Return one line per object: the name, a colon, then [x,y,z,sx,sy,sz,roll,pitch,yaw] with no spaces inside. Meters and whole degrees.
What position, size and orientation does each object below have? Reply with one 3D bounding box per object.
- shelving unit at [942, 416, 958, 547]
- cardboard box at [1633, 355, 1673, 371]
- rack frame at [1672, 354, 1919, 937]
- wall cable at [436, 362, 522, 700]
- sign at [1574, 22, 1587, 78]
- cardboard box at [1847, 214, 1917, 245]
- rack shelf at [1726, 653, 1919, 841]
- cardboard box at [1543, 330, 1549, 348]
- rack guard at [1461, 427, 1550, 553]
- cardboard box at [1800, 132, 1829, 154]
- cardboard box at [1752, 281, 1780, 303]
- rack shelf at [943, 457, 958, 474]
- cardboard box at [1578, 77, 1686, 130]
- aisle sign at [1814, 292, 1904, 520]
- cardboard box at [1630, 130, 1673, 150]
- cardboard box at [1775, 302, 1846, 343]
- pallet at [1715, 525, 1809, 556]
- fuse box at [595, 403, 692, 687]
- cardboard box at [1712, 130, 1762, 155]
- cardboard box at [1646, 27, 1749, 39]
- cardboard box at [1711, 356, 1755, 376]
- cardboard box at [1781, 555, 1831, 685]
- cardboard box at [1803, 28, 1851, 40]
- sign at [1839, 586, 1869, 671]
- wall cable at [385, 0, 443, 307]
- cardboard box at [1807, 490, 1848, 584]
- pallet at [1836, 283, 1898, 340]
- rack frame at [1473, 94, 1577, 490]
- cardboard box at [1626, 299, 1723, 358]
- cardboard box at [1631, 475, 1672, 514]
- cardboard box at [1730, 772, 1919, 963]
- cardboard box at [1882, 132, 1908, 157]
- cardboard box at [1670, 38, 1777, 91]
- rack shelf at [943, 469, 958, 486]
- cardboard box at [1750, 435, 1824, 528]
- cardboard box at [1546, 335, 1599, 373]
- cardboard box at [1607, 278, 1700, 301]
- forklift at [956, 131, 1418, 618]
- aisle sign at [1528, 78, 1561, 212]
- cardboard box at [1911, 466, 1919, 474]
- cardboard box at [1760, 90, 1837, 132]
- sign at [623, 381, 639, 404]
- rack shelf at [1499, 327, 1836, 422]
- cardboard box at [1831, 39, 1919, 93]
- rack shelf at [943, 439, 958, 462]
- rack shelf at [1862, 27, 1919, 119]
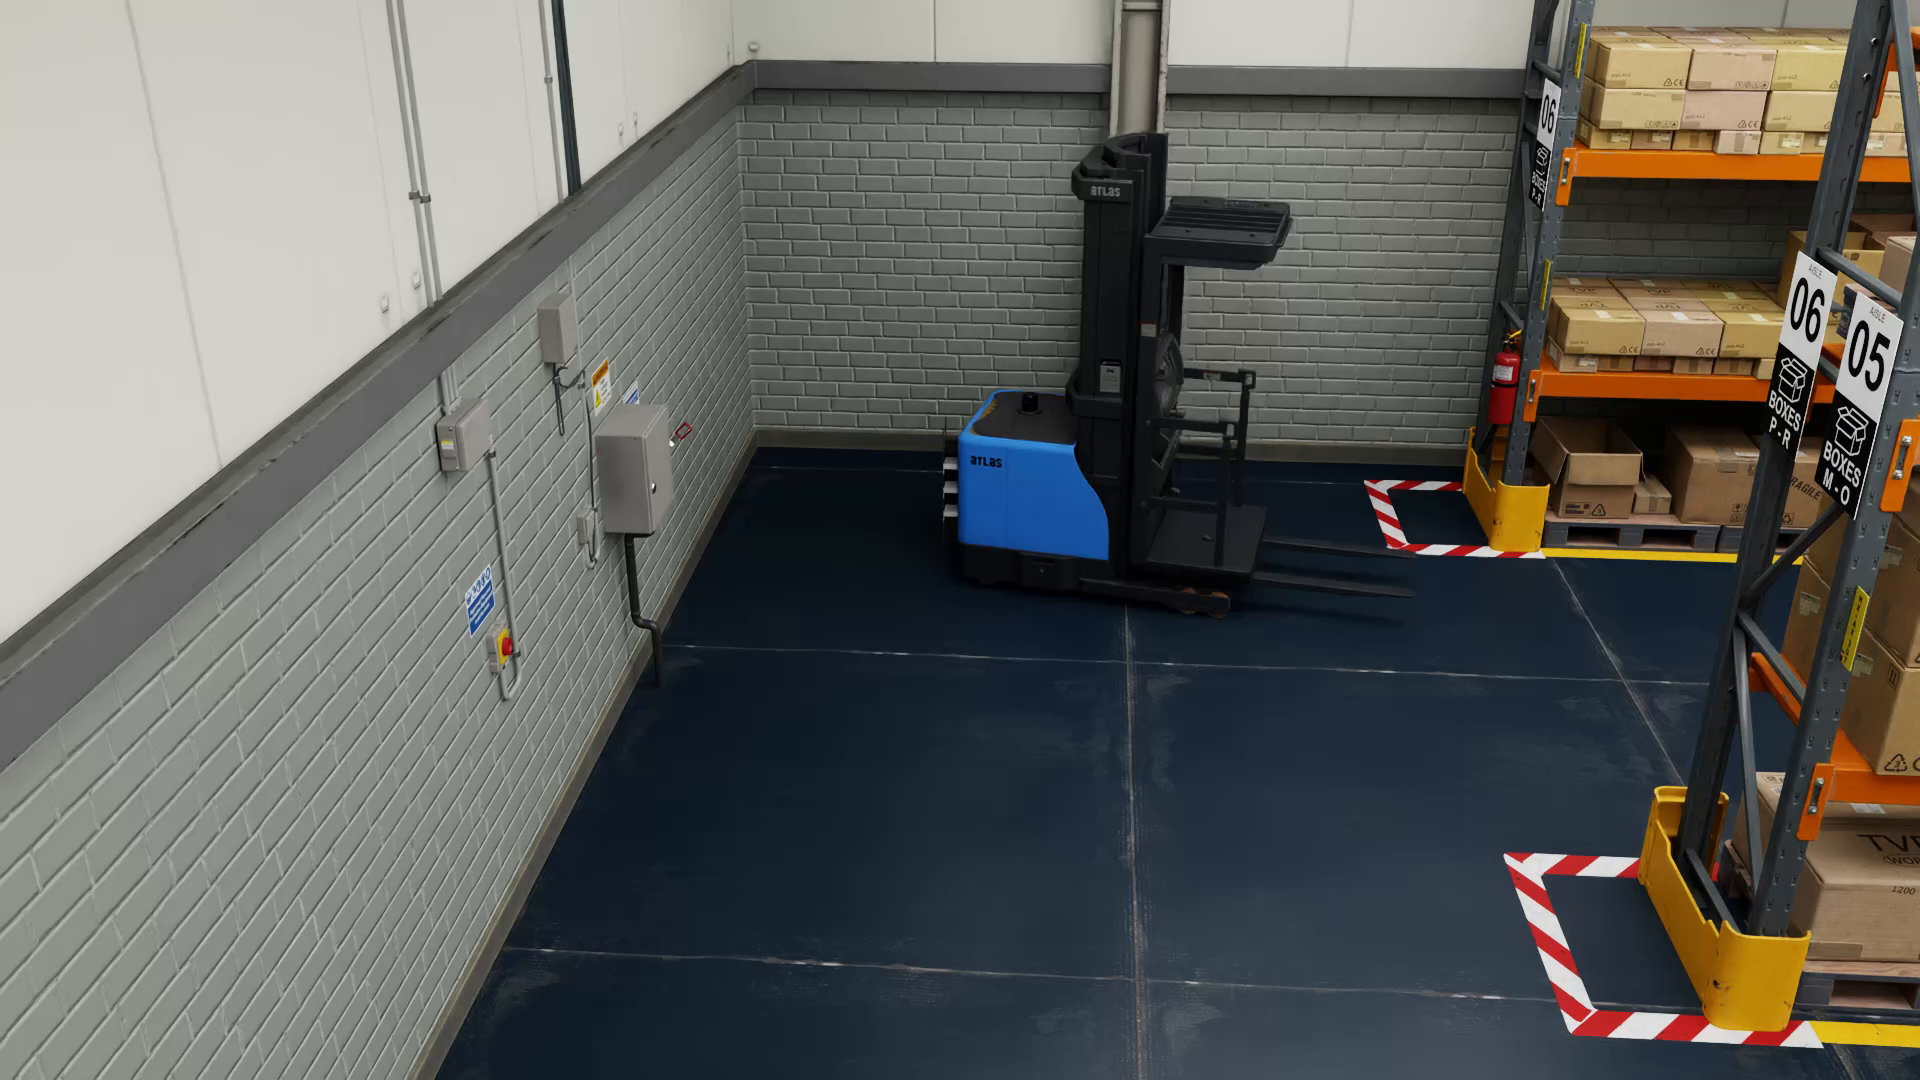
shelving unit: [-0.008,-0.409,11.774,0.210,0.900,0.258,2,25,4]
cardboard box: [4.741,-1.301,11.502,0.250,0.149,0.380,2,25,3]
rack frame: [3.537,0.546,7.187,0.127,3.000,1.000,2,25,4]
wall cable: [-2.087,-0.101,7.339,0.123,1.953,0.585,2,25,4]
sign: [3.871,-3.057,10.382,0.005,0.325,0.100,2,25,4]
cardboard box: [6.437,-1.961,11.562,0.500,0.500,0.500,1,25,3]
rack shelf: [5.531,0.936,7.198,4.000,0.370,1.077,2,25,4]
cardboard box: [4.264,-1.510,11.956,0.250,0.149,0.380,2,25,3]
rack guard: [3.989,-0.385,12.201,0.348,0.500,1.175,2,25,4]
cardboard box: [5.484,-2.613,10.765,0.250,0.149,0.380,2,25,3]
cardboard box: [5.921,-1.634,11.749,0.500,0.250,0.500,2,25,4]
rack shelf: [-0.008,-0.542,11.713,0.200,0.077,0.258,2,25,4]
cardboard box: [4.334,-2.825,10.747,0.500,0.250,0.500,2,25,3]
aisle sign: [3.443,-0.517,6.386,0.004,0.787,0.394,2,25,4]
cardboard box: [4.476,-2.667,10.881,0.250,0.149,0.380,2,25,5]
cardboard box: [5.864,-1.425,11.293,0.500,0.250,0.500,1,25,3]
pallet: [5.997,-0.189,12.119,1.213,0.211,1.003,2,25,4]
fuse box: [-1.781,0.089,9.720,0.414,1.711,0.539,2,25,4]
cardboard box: [4.971,-2.601,10.738,0.250,0.149,0.380,2,25,5]
cardboard box: [4.896,-3.265,11.106,0.500,0.250,0.500,1,25,2]
cardboard box: [5.254,-1.262,11.415,0.250,0.149,0.380,2,25,5]
cardboard box: [4.038,0.405,7.372,0.500,0.500,0.500,2,25,4]
cardboard box: [5.907,-3.226,11.020,0.500,0.250,0.500,2,25,4]
sign: [3.488,0.348,6.487,0.005,0.325,0.100,2,25,4]
wall cable: [-2.157,-2.244,6.073,0.029,3.000,0.463,2,25,4]
cardboard box: [4.035,-0.038,7.139,0.500,0.500,0.500,3,25,6]
pallet: [4.277,-0.757,6.536,1.213,0.211,1.003,2,25,4]
rack frame: [3.913,-1.523,11.683,0.127,3.000,1.000,2,25,4]
cardboard box: [4.847,-1.447,11.342,0.500,0.250,0.500,2,25,5]
cardboard box: [4.936,-0.330,11.998,0.250,0.149,0.380,1,25,2]
cardboard box: [4.202,1.498,7.680,0.875,0.438,0.875,1,25,2]
cardboard box: [5.983,-2.569,10.668,0.250,0.149,0.380,2,25,5]
cardboard box: [4.842,-3.037,10.610,0.500,0.250,0.500,2,25,4]
rack shelf: [-0.008,-0.461,11.750,0.200,0.077,0.258,2,25,4]
cardboard box: [5.884,-0.417,11.768,0.500,0.500,0.500,2,25,5]
cardboard box: [4.220,-1.284,11.464,0.250,0.149,0.380,2,25,4]
cardboard box: [4.906,-1.669,11.824,0.500,0.250,0.500,2,25,4]
forklift: [1.546,-1.071,10.783,3.031,2.935,1.130,7,26,14]
aisle sign: [3.822,-2.584,10.879,0.004,0.787,0.394,2,25,4]
cardboard box: [3.910,-0.321,6.978,0.250,0.149,0.380,2,25,5]
cardboard box: [5.352,-2.796,10.683,0.500,0.250,0.500,1,25,2]
sign: [-1.950,-0.665,9.932,0.001,0.494,0.329,2,25,4]
rack shelf: [5.907,-1.132,11.695,4.000,0.370,1.077,2,25,4]
cardboard box: [5.853,-3.015,10.561,0.500,0.250,0.500,3,25,5]
rack shelf: [-0.008,-0.624,11.675,0.200,0.077,0.258,2,25,4]
rack shelf: [5.531,-1.607,6.028,4.000,0.370,1.077,2,25,4]
